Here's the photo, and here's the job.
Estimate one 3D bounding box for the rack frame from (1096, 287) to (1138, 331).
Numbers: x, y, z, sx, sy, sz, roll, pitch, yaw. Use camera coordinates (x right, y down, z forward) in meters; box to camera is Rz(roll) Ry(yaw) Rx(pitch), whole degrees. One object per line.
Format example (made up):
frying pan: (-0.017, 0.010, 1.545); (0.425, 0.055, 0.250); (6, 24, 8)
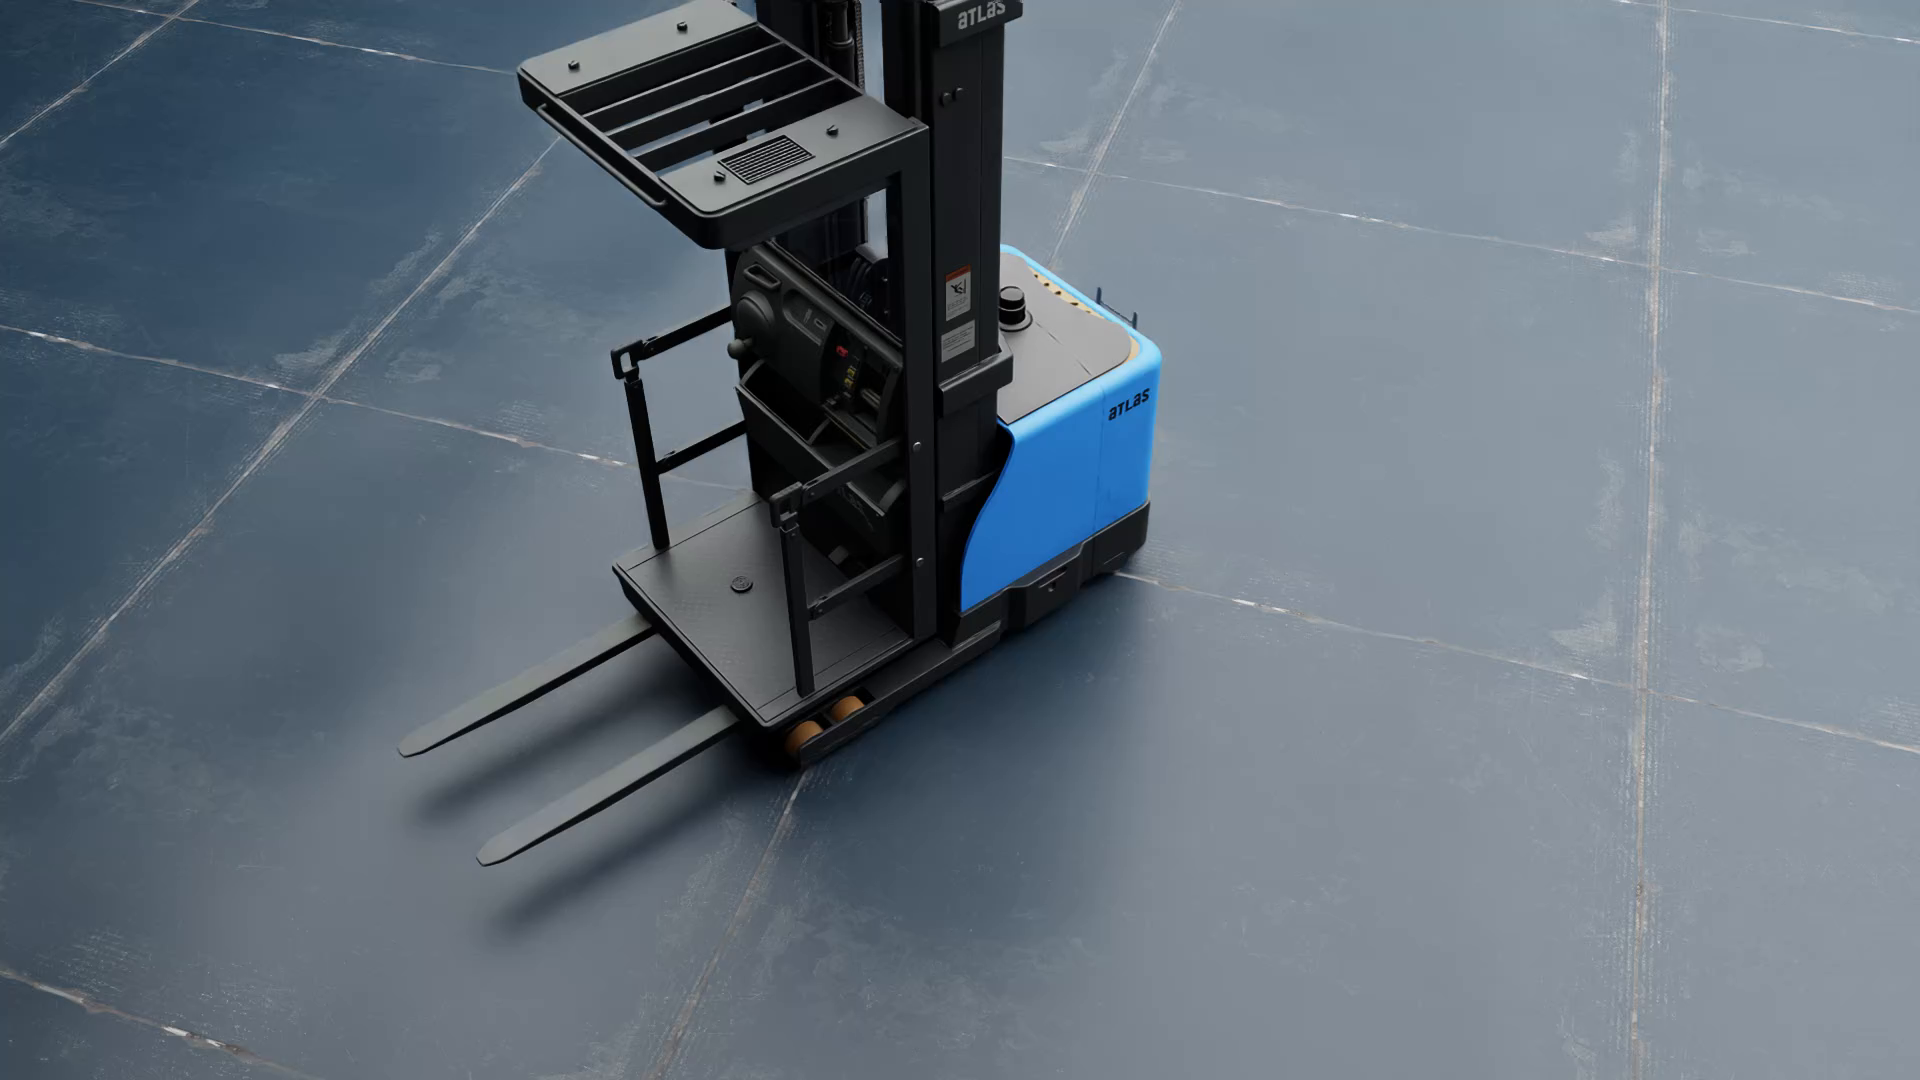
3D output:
rack frame: (0.652, -0.670, 7.190); (0.006, 0.900, 0.240); (-30, 52, -27)

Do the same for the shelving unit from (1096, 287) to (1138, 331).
shelving unit: (0.574, -0.625, 7.145); (0.208, 0.900, 0.258); (-30, 52, -27)
